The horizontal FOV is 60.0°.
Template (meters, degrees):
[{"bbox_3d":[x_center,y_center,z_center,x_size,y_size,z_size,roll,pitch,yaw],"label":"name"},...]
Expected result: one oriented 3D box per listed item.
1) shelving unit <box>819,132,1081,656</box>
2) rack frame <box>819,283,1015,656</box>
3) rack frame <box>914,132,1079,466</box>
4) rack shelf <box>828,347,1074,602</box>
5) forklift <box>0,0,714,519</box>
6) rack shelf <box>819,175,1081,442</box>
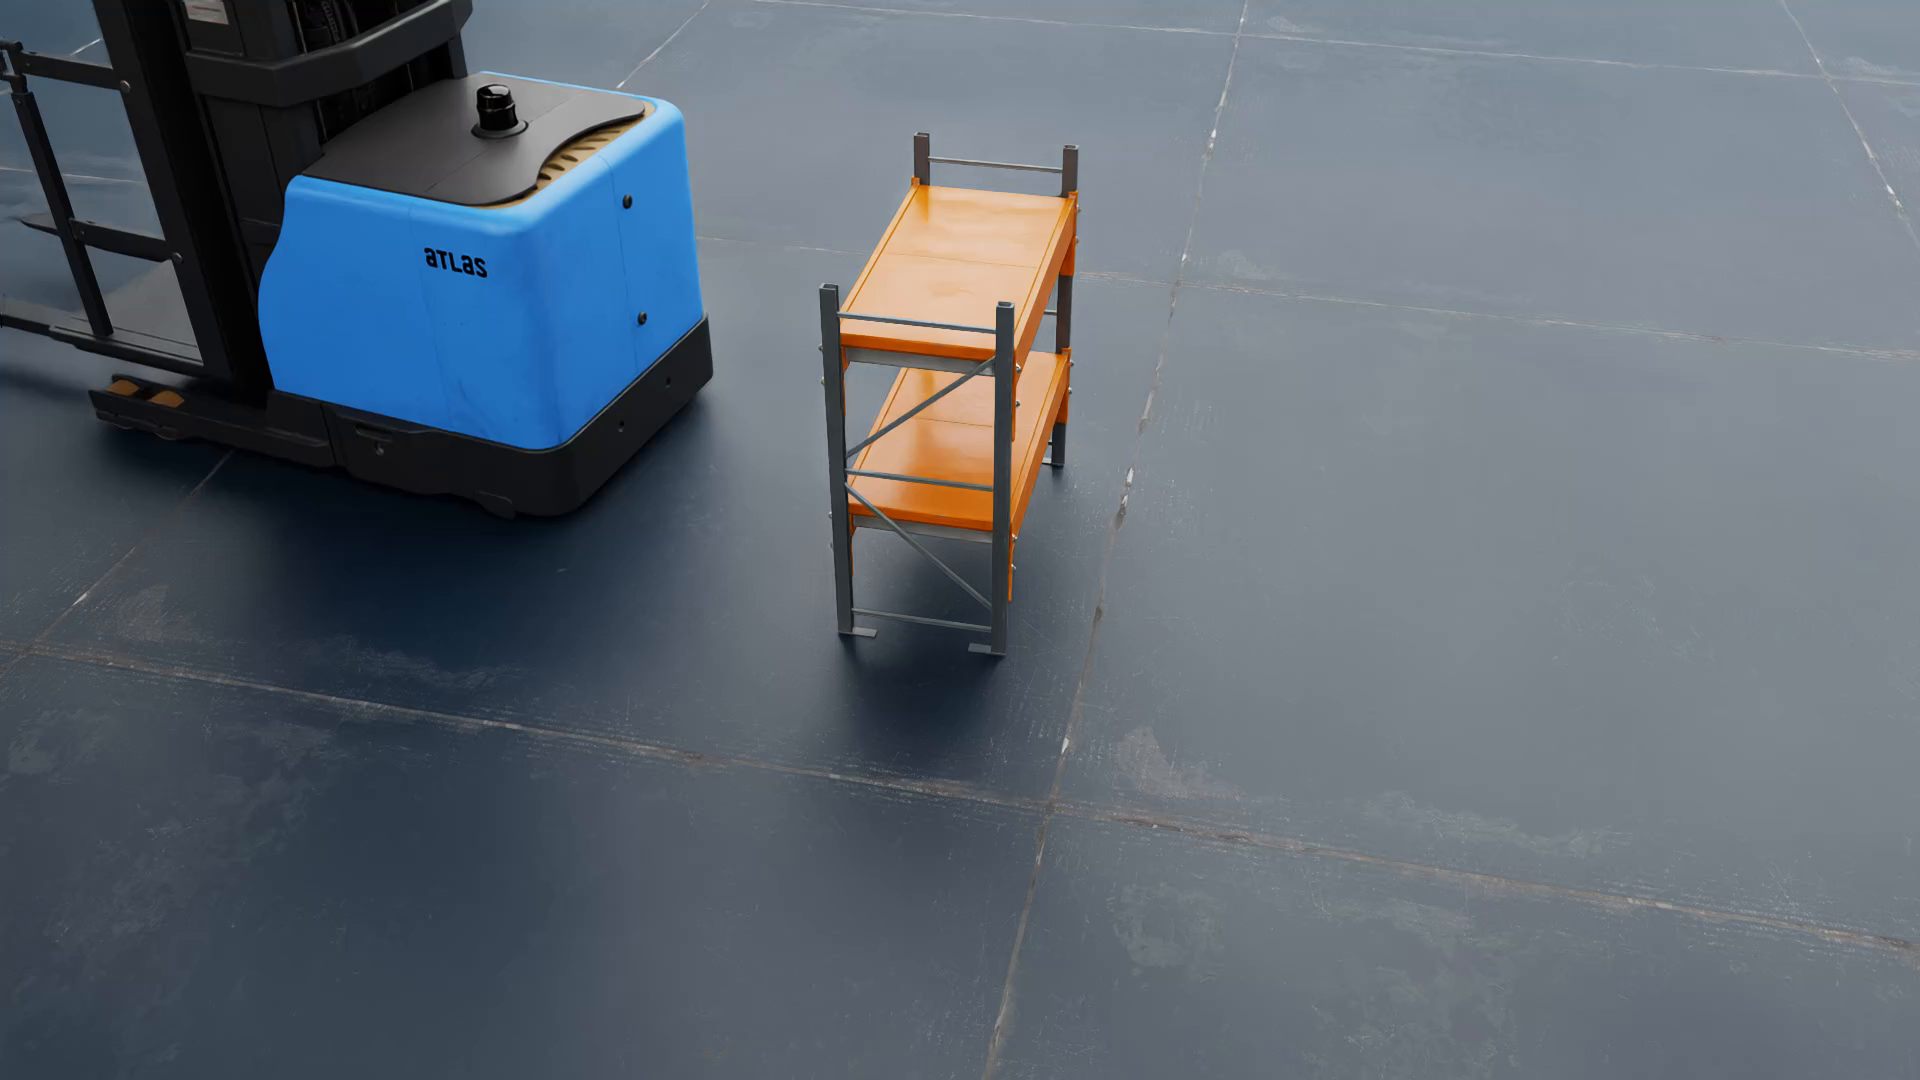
[{"bbox_3d":[-0.001,-0.452,4.915,0.538,1.125,1.048,7,37,10],"label":"shelving unit"},{"bbox_3d":[-0.110,-0.160,4.512,0.500,1.125,0.032,7,37,10],"label":"rack frame"},{"bbox_3d":[0.107,-0.743,5.317,0.500,1.125,0.032,7,37,10],"label":"rack frame"},{"bbox_3d":[-0.001,-0.254,5.058,0.538,0.278,1.000,7,37,10],"label":"rack shelf"},{"bbox_3d":[-2.450,-1.801,5.237,3.031,2.935,1.130,13,38,18],"label":"forklift"},{"bbox_3d":[-0.001,-0.689,4.743,0.538,0.278,1.000,7,37,10],"label":"rack shelf"}]
